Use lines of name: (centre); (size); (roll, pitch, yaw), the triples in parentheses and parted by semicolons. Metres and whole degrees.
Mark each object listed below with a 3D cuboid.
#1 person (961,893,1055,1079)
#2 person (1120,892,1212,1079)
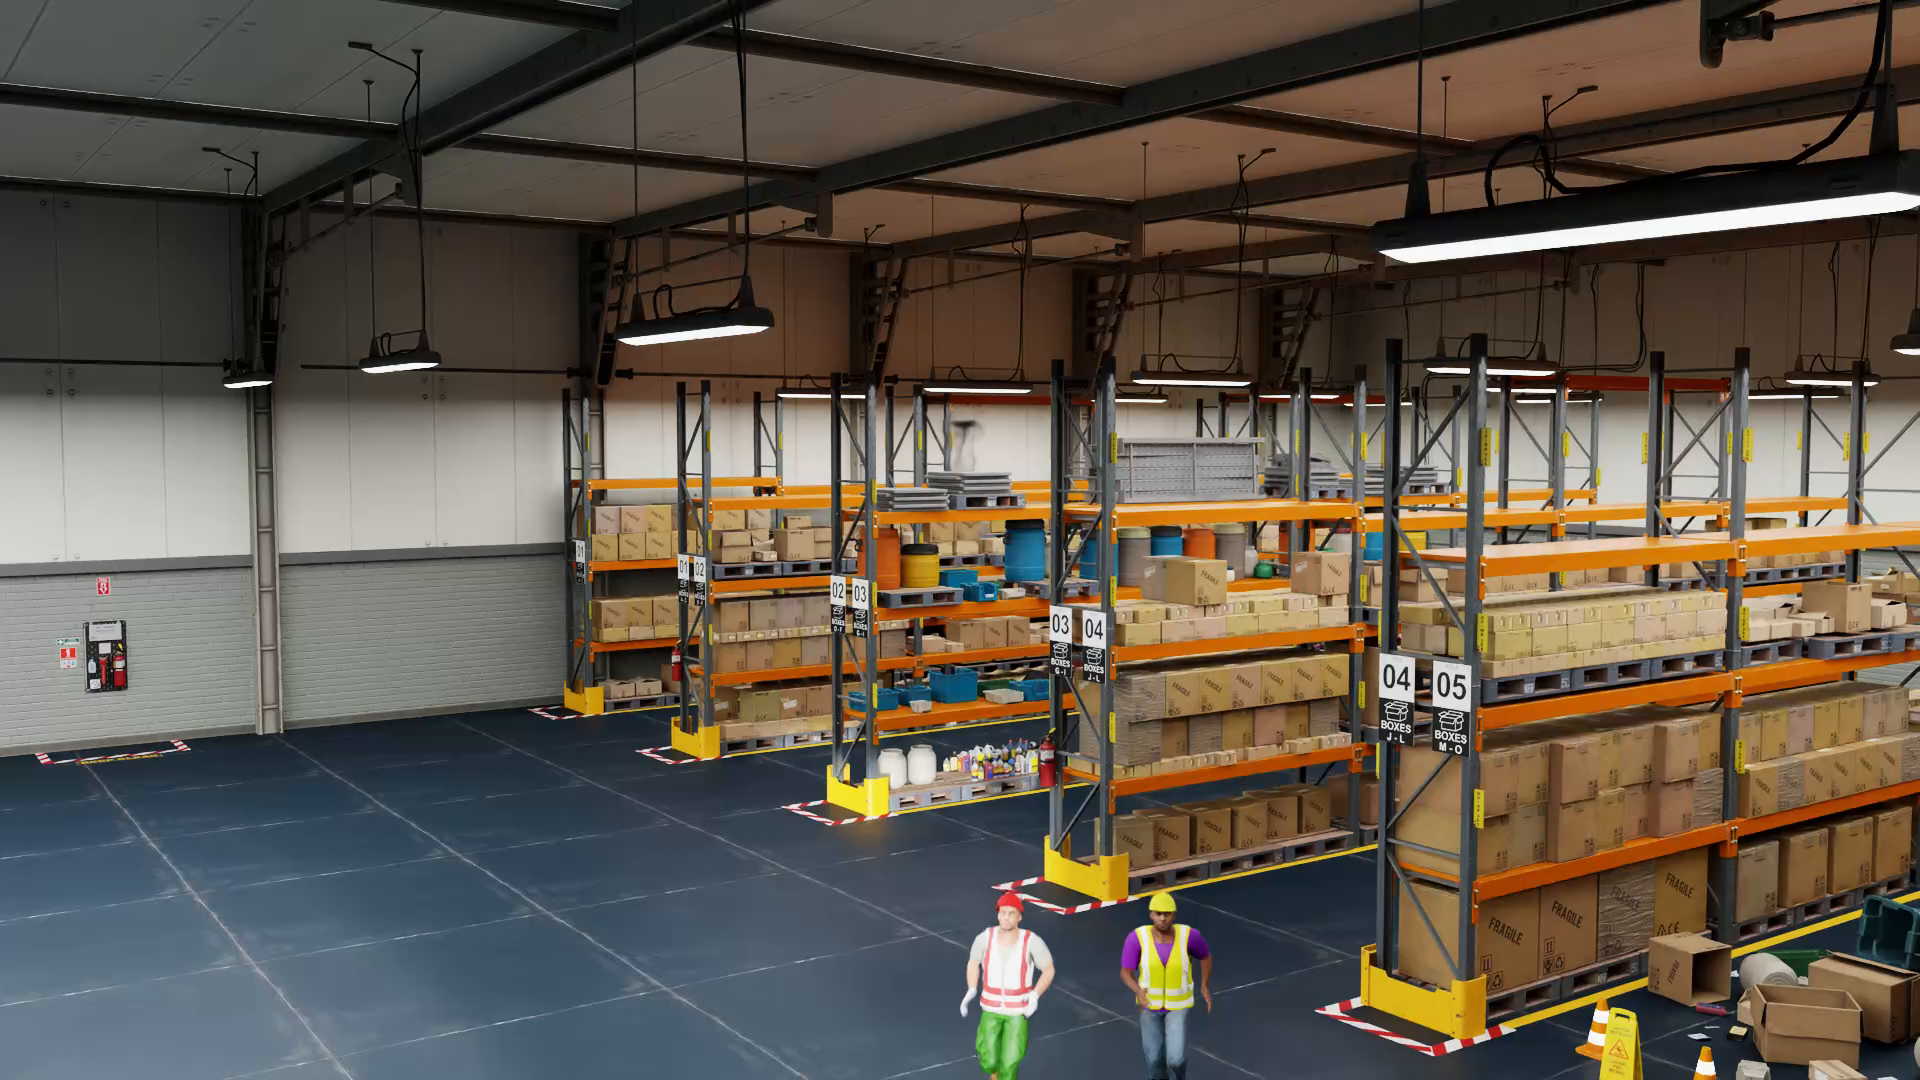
person: (0.370, 3.501, 12.482); (0.670, 1.740, 0.637); (1, 4, 13)
person: (1.540, 3.490, 12.455); (0.683, 1.715, 0.699); (1, 4, 10)
